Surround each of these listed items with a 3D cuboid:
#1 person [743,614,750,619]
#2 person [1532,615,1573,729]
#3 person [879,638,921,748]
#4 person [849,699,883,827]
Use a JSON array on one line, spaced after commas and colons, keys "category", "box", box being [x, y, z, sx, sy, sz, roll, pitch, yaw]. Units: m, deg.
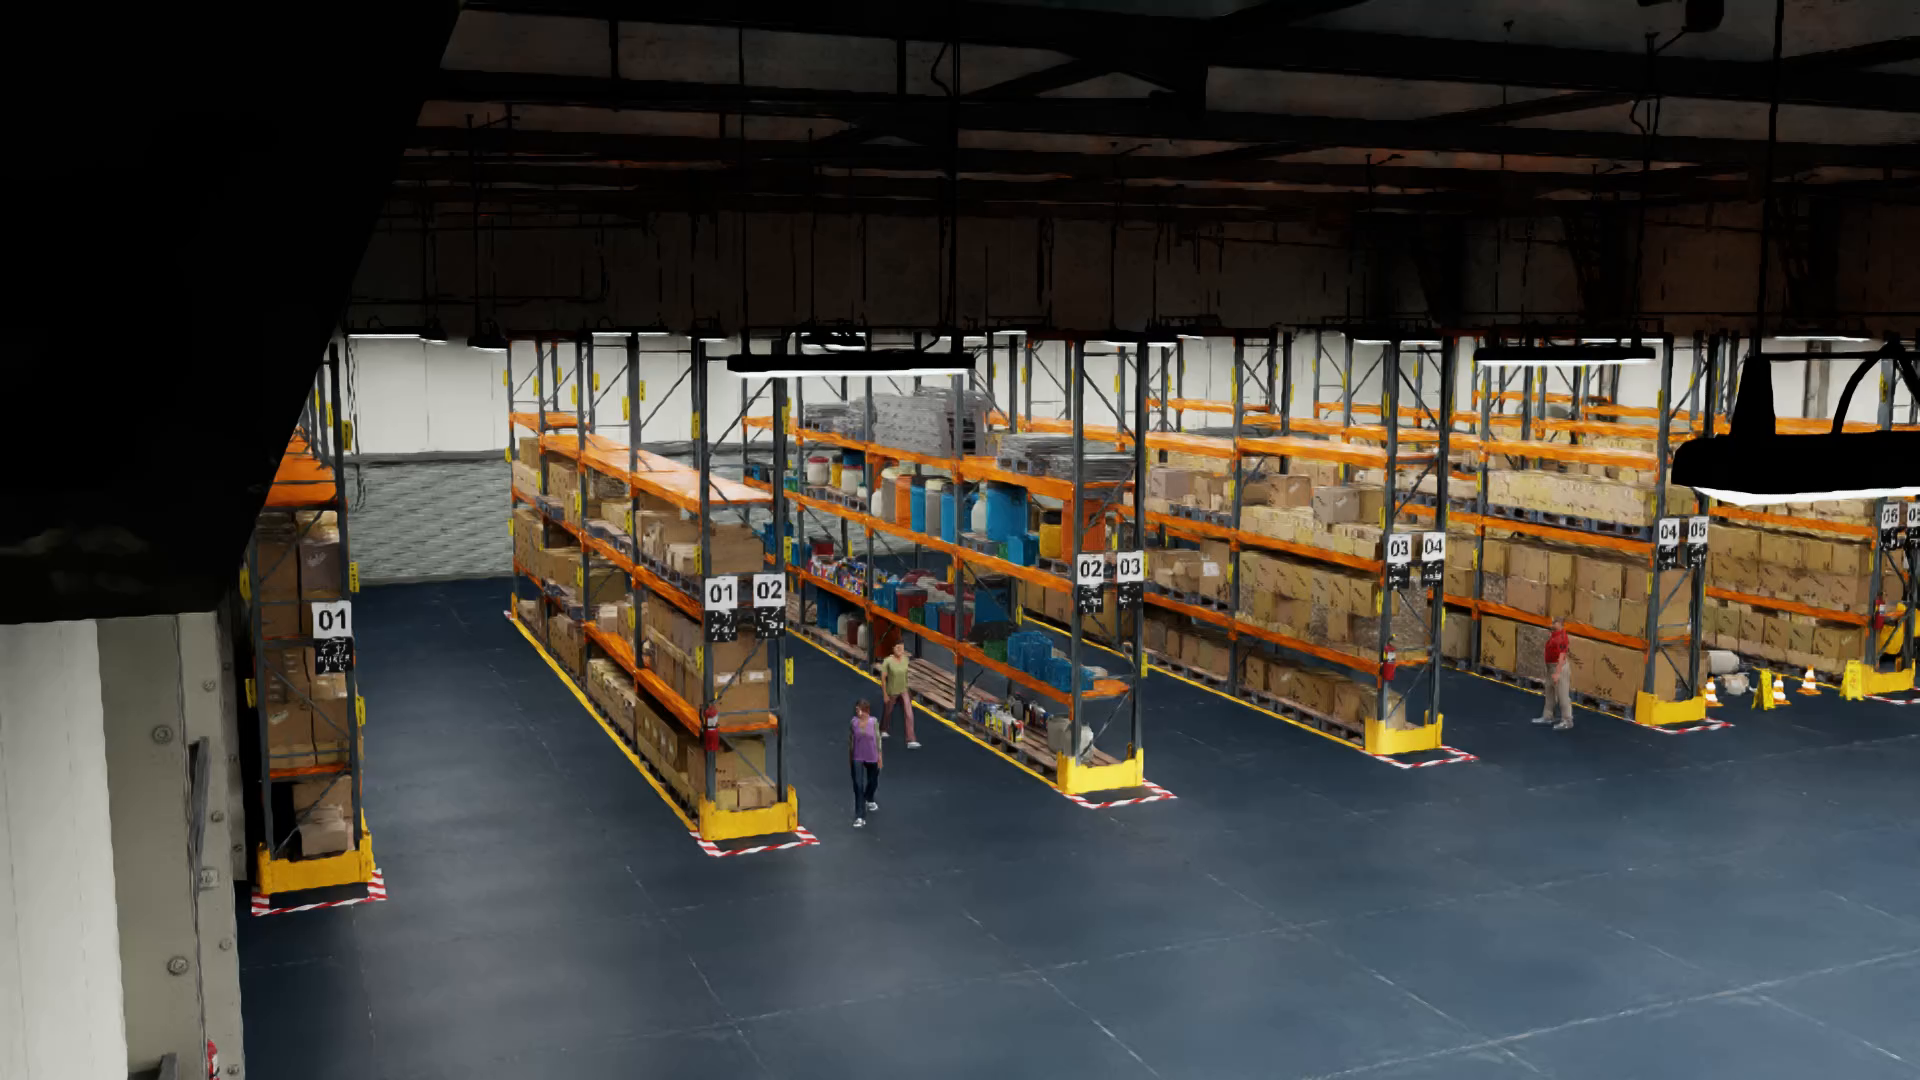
[{"category": "person", "box": [-4.036, 1.522, 29.389, 0.677, 1.671, 0.534, -4, 9, -25]}, {"category": "person", "box": [9.129, 2.002, 25.539, 0.562, 1.726, 0.623, 1, 8, 6]}, {"category": "person", "box": [-0.938, 2.216, 24.425, 0.448, 1.588, 1.110, -3, 8, -21]}, {"category": "person", "box": [-1.178, 2.735, 20.775, 0.428, 1.557, 0.807, 0, 8, -1]}]
